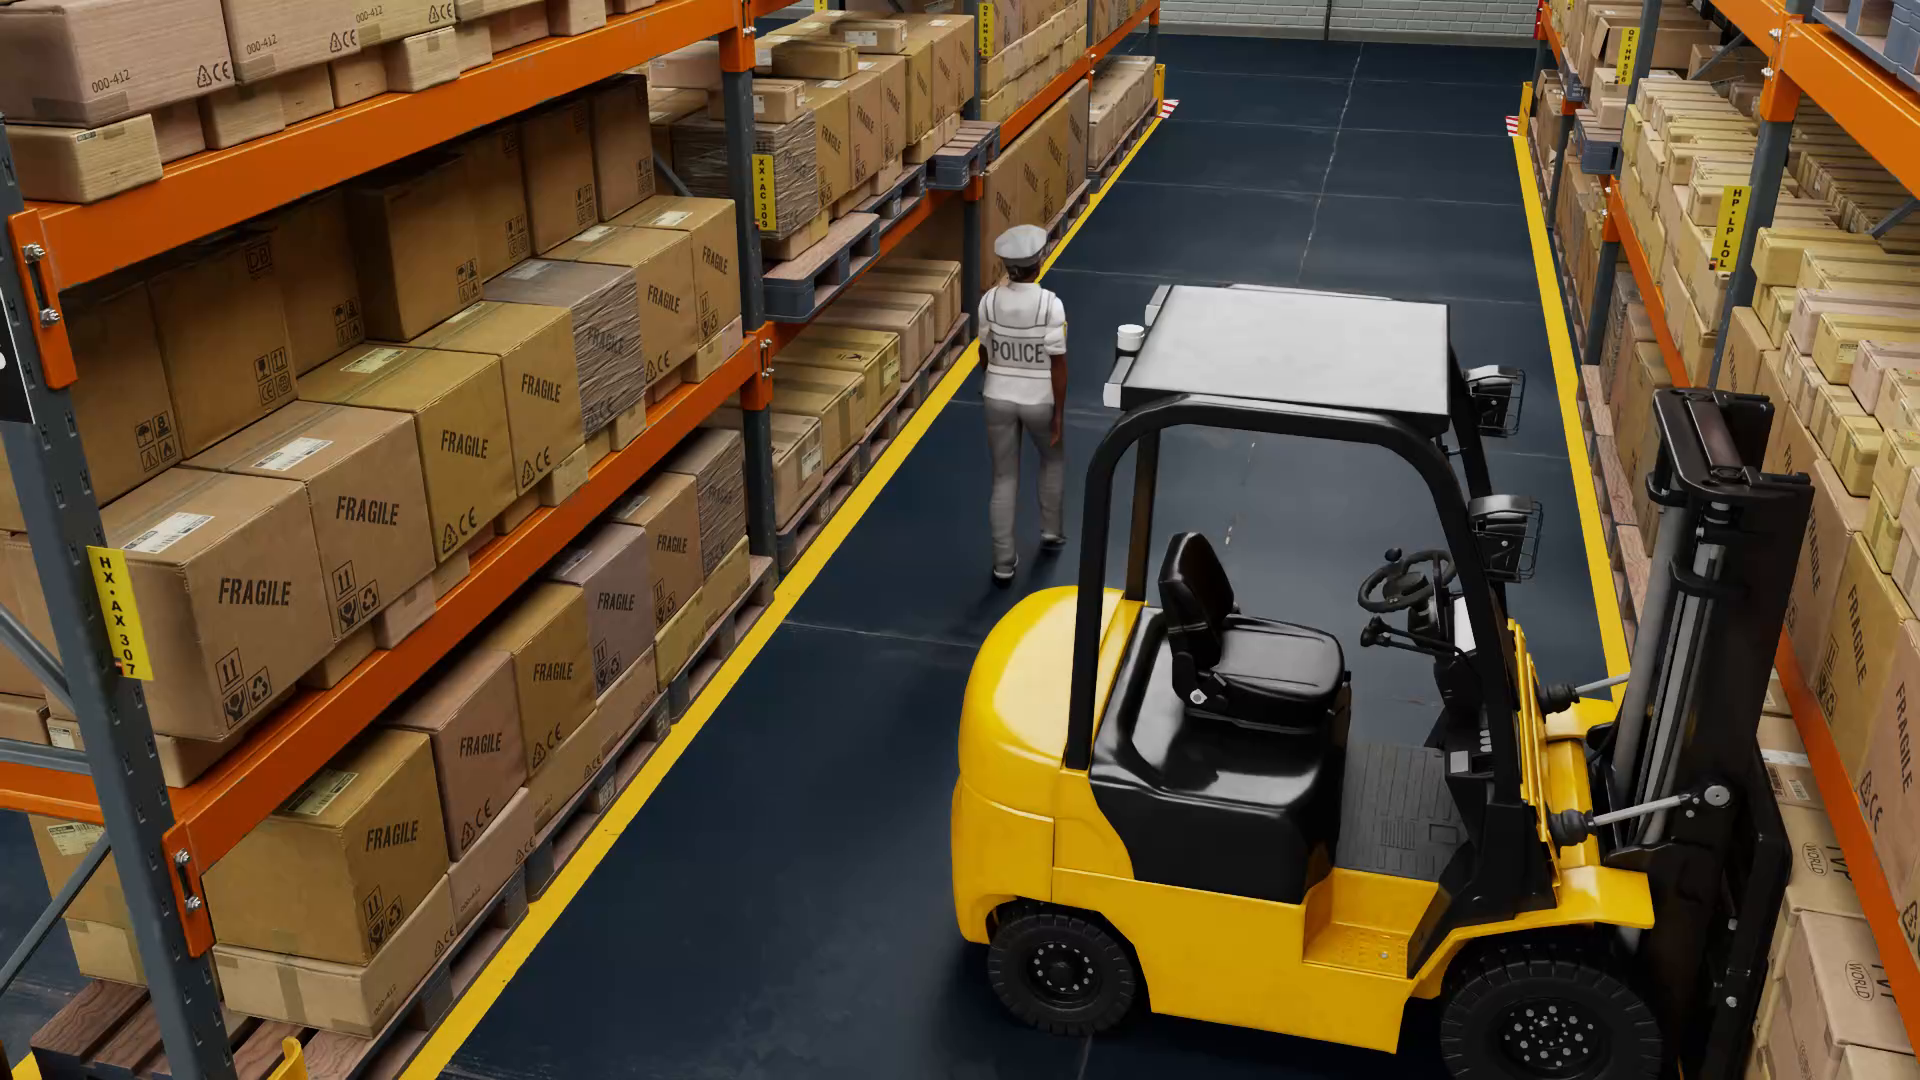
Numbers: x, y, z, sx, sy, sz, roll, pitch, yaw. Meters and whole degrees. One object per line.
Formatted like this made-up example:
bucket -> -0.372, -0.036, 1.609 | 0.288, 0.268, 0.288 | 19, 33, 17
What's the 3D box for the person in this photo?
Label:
person -> 0.308, -0.654, 7.981 | 0.458, 1.733, 0.697 | 6, 26, 12
